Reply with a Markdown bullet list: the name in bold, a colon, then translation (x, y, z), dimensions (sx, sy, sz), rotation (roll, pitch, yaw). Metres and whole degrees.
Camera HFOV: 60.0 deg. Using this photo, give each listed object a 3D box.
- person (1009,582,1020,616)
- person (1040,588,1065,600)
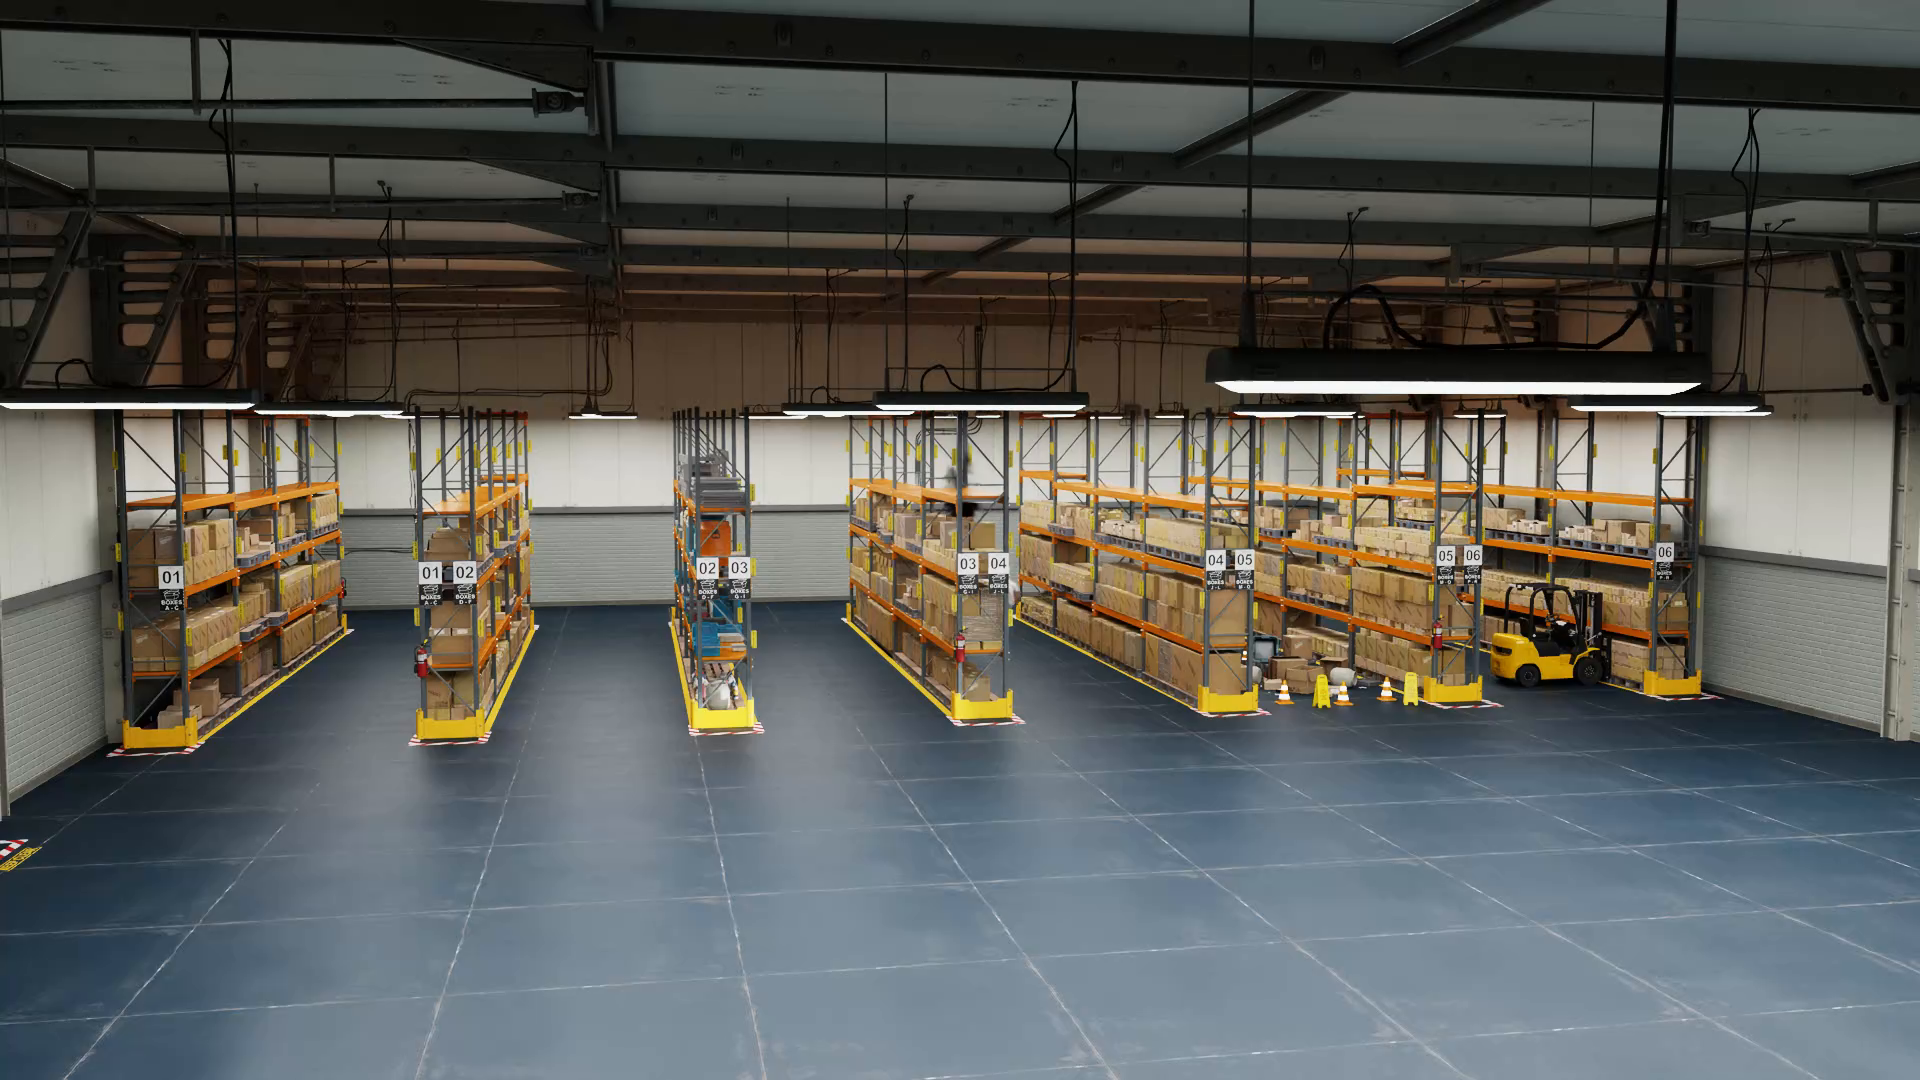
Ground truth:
- **person**: translation (1.245, 1.718, 44.296), dimensions (0.693, 1.743, 0.660), rotation (0, 4, -3)
- **person**: translation (2.714, 1.282, 49.851), dimensions (1.036, 1.754, 0.713), rotation (-1, 4, -17)
